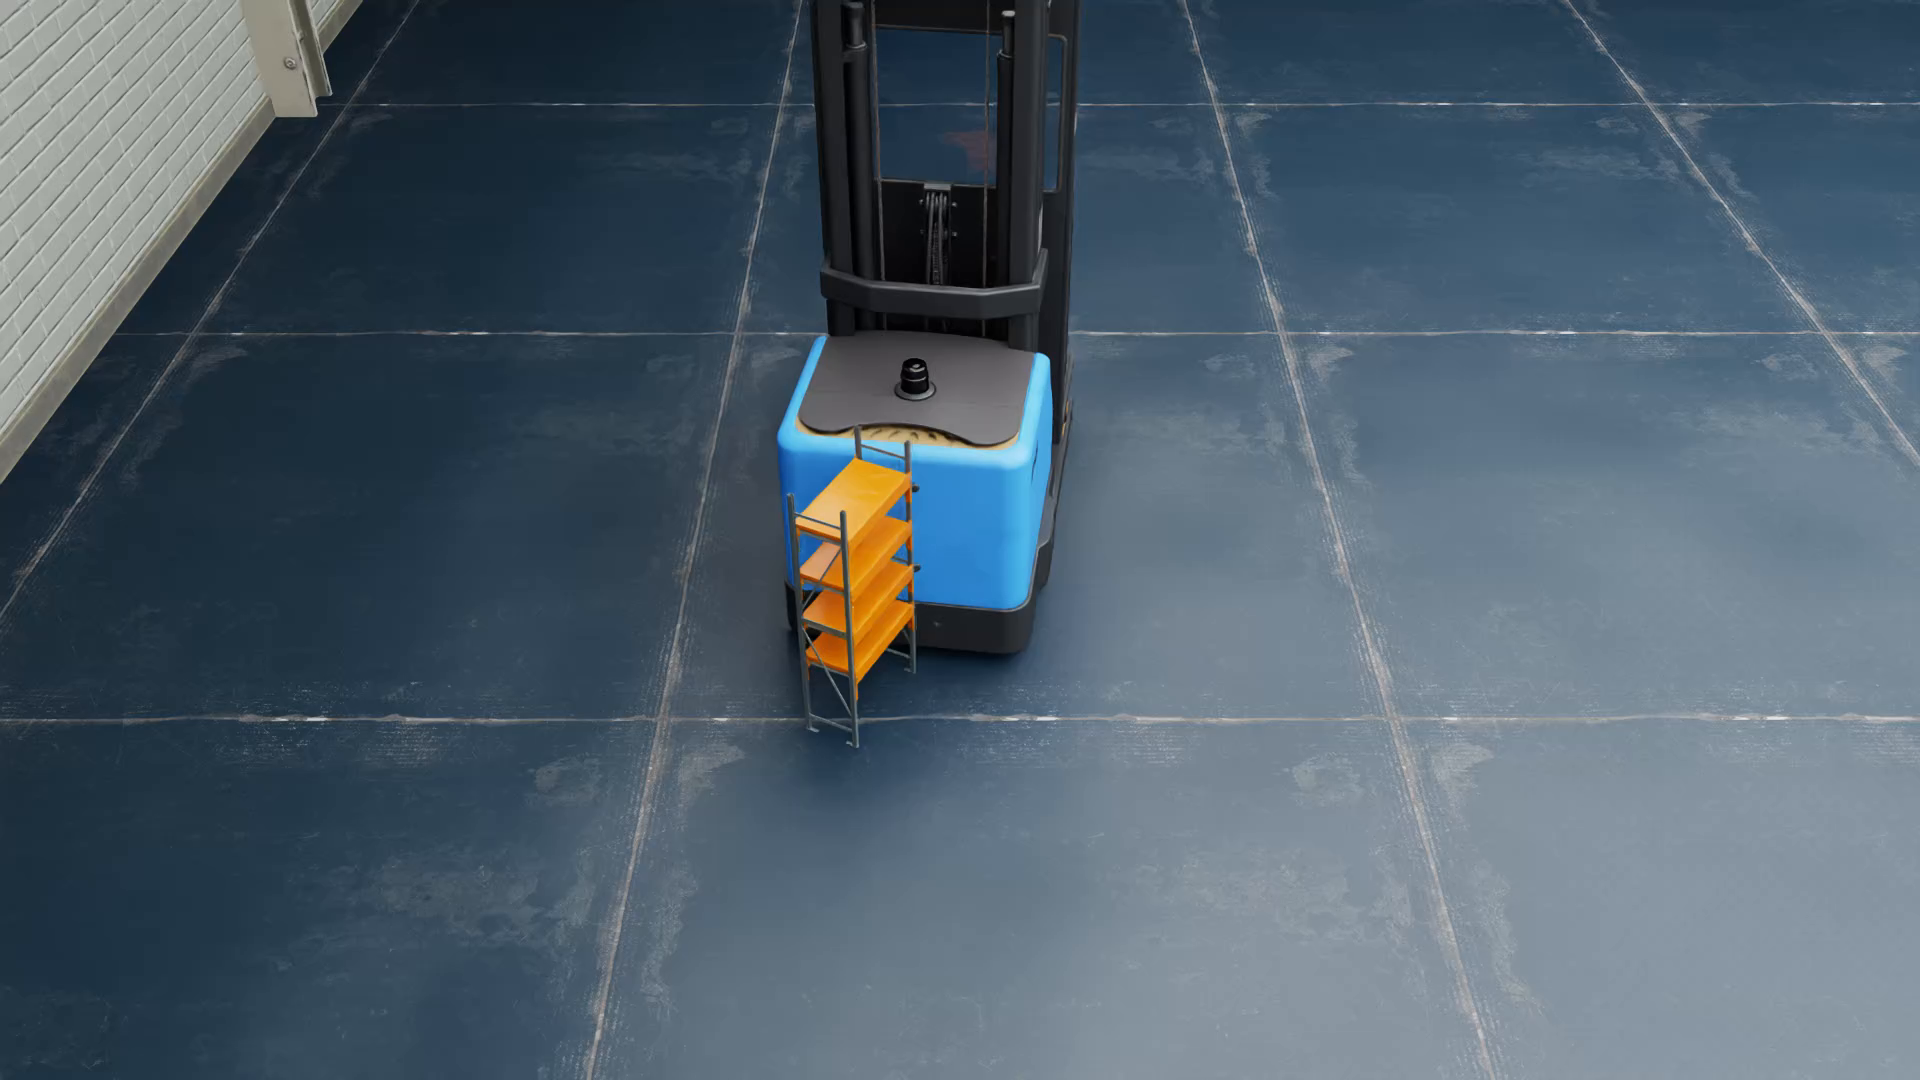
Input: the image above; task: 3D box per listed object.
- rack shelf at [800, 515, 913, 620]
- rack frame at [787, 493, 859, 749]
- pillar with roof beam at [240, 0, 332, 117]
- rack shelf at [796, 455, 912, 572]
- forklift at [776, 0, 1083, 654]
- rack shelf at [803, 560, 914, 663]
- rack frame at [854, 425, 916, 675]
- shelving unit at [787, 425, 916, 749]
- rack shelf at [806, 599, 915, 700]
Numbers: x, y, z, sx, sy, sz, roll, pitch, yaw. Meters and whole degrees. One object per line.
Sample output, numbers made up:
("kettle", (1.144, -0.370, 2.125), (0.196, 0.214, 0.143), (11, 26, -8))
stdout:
("rack shelf", (-0.407, 0.077, 6.444), (0.258, 0.148, 0.480), (18, 42, 21))
("rack frame", (-0.518, 0.335, 6.372), (0.240, 1.200, 0.015), (18, 42, 21))
("pillar with roof beam", (-0.249, -6.527, 8.699), (9.100, 9.000, 0.400), (0, 39, 0))
("rack shelf", (-0.407, -0.108, 6.296), (0.258, 0.148, 0.480), (18, 42, 21))
("forklift", (-0.024, -1.581, 7.379), (1.130, 2.935, 3.031), (5, 39, 6))
("rack shelf", (-0.407, 0.252, 6.584), (0.258, 0.148, 0.480), (18, 42, 21))
("rack frame", (-0.296, 0.063, 6.712), (0.240, 1.200, 0.015), (18, 42, 21))
("shelving unit", (-0.407, 0.199, 6.542), (0.258, 1.200, 0.503), (18, 42, 21))
("rack shelf", (-0.407, 0.407, 6.708), (0.258, 0.148, 0.480), (18, 42, 21))
